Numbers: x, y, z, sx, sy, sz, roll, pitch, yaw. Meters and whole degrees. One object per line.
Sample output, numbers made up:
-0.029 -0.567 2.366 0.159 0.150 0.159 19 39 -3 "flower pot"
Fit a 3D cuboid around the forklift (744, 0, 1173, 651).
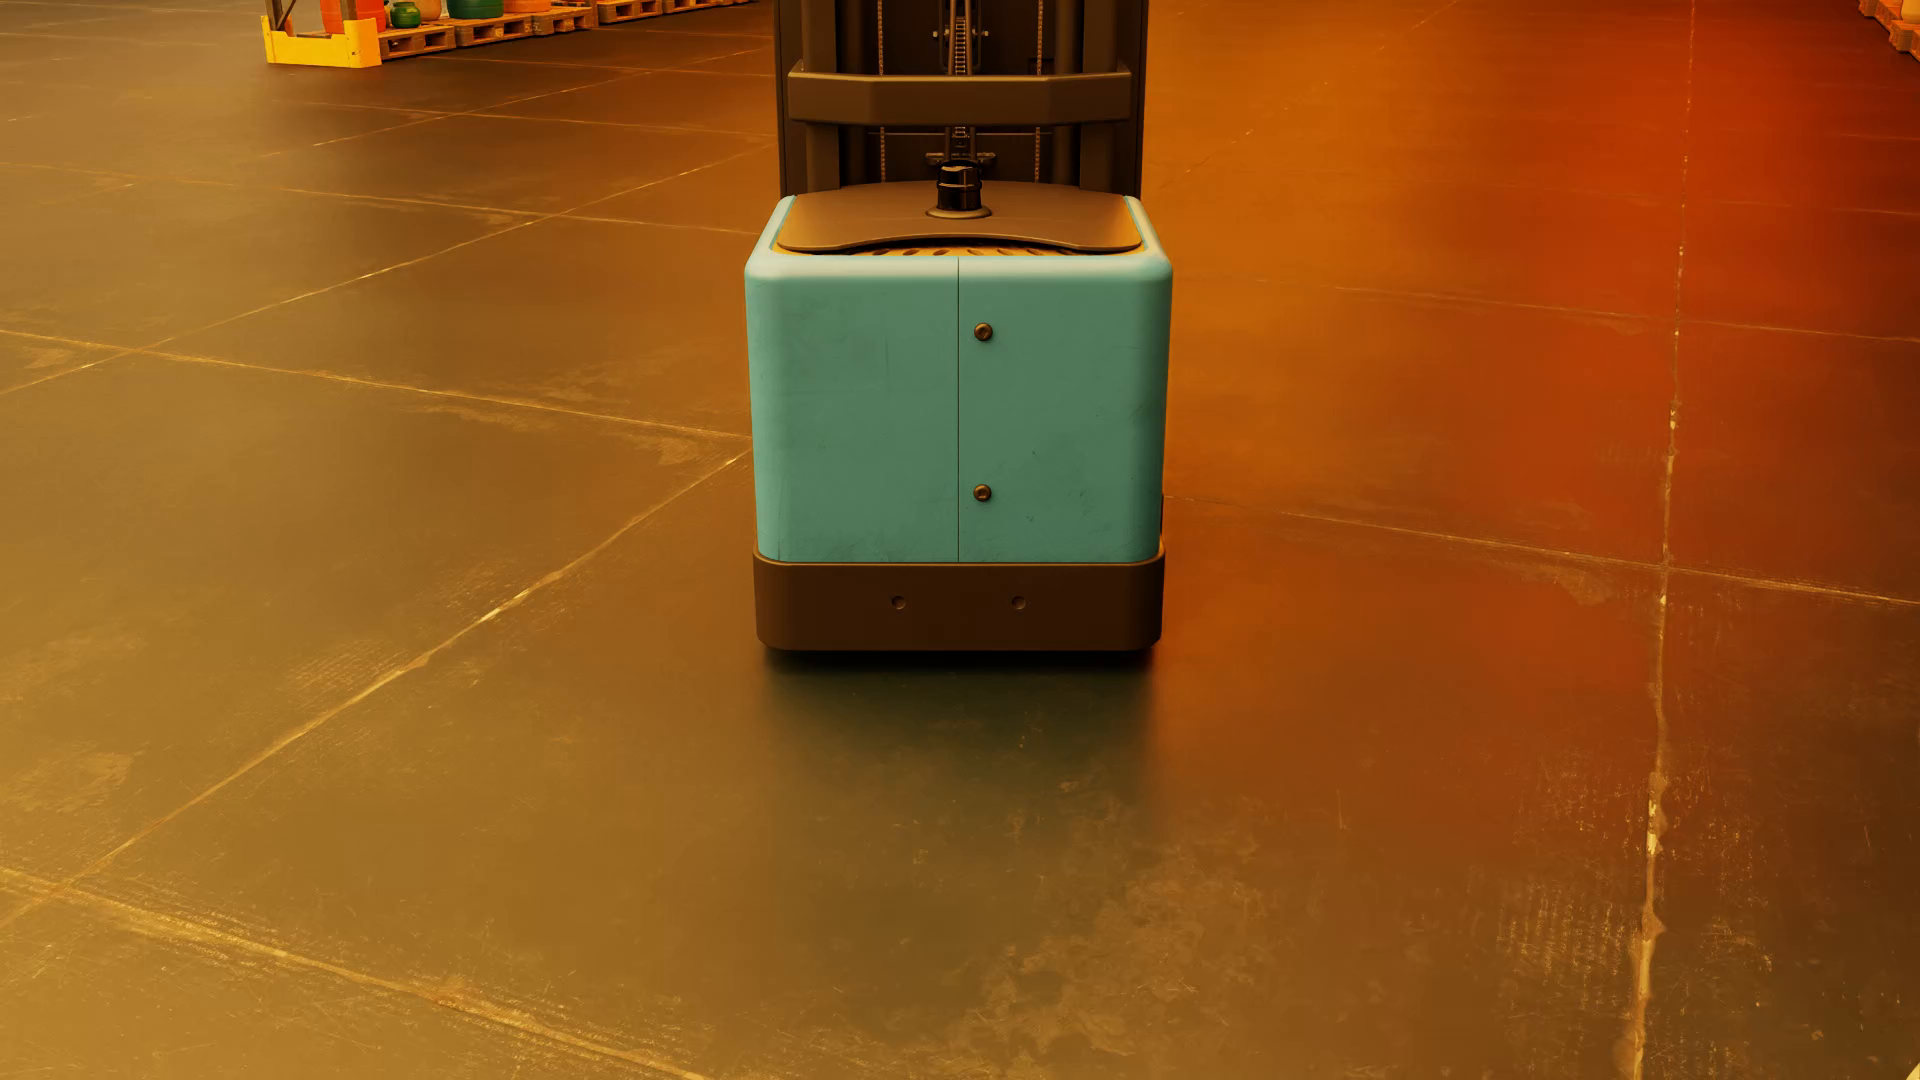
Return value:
0.002 -1.587 5.089 1.130 2.935 3.031 0 23 0 "forklift"
